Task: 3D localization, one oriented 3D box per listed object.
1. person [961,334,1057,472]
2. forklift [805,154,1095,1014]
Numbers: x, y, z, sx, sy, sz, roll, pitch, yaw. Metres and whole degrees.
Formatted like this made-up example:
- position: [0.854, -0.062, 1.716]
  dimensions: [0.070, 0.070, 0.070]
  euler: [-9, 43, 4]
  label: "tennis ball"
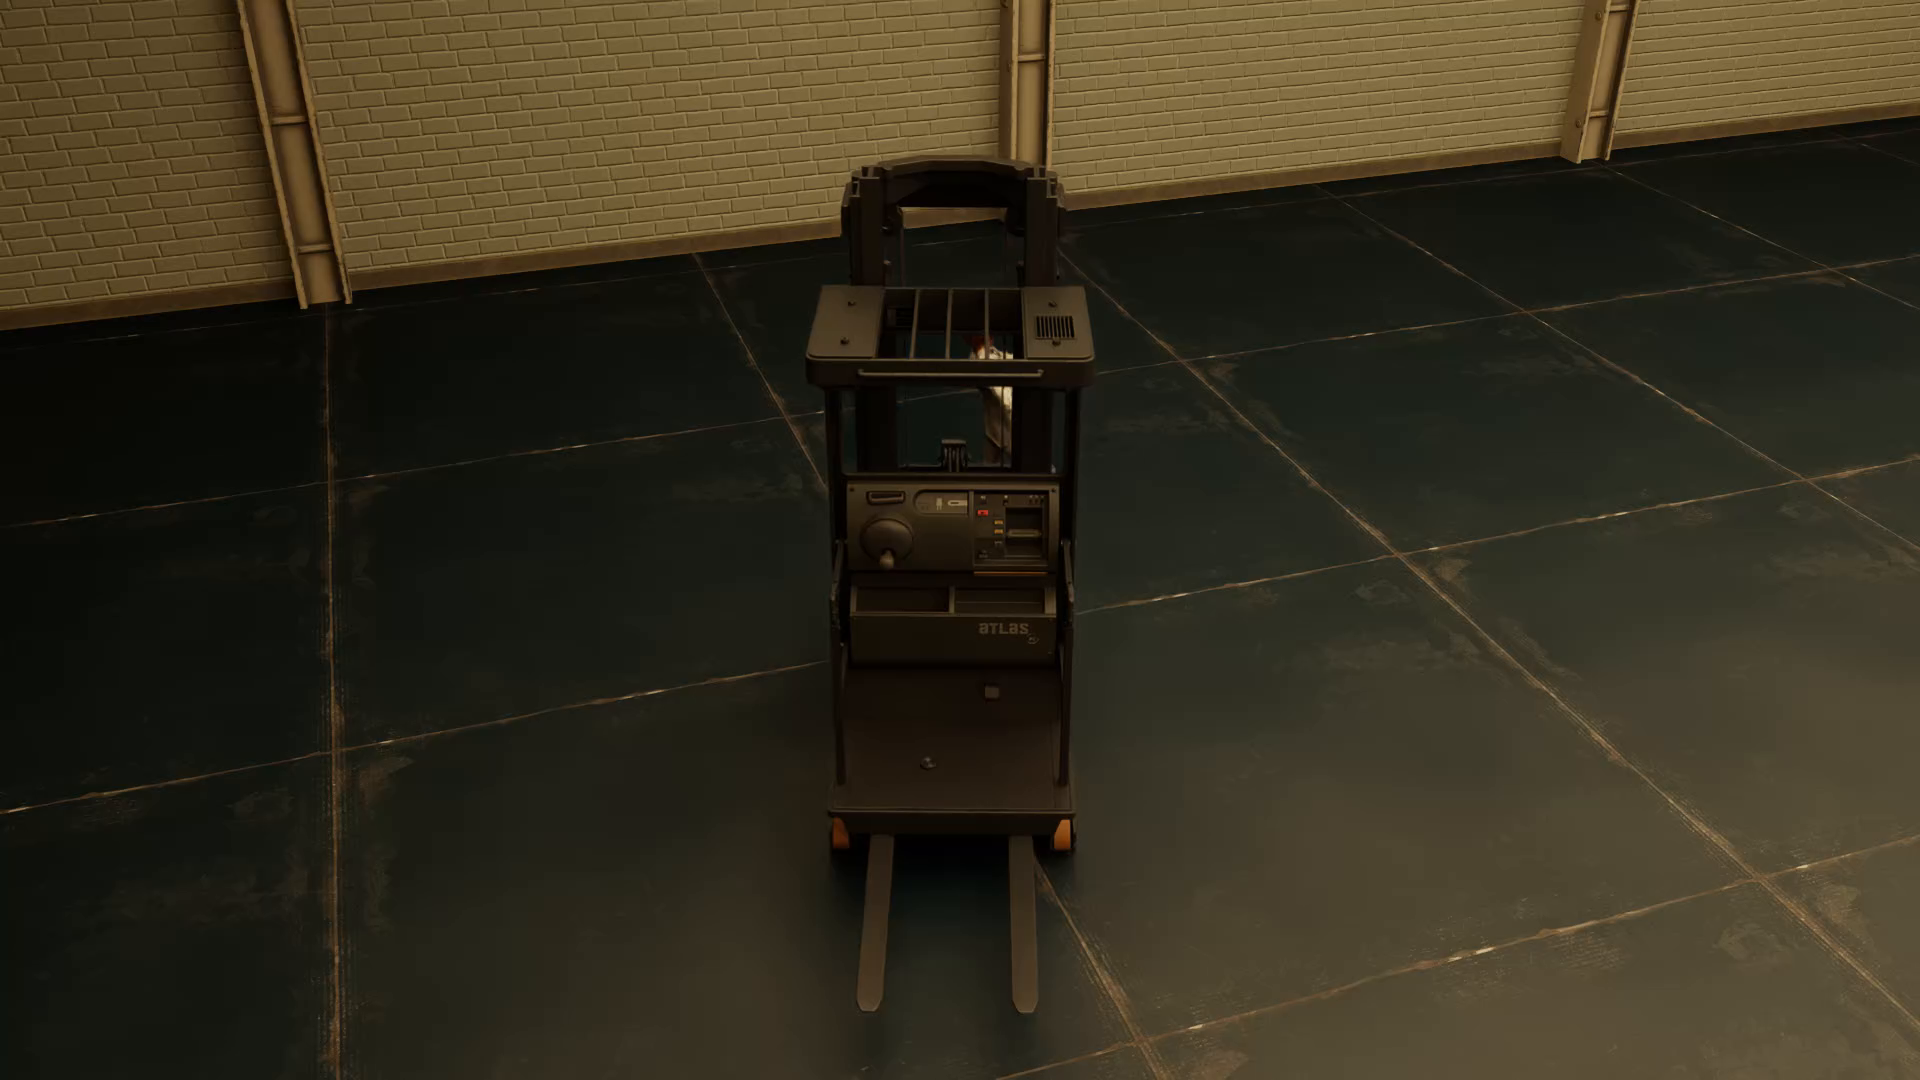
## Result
- position: [0.341, -0.610, 9.623]
  dimensions: [0.794, 1.442, 0.712]
  euler: [-13, 32, -22]
  label: "person"
- position: [-0.032, -0.011, 7.106]
  dimensions: [1.130, 2.935, 3.031]
  euler: [0, 30, 1]
  label: "forklift"
